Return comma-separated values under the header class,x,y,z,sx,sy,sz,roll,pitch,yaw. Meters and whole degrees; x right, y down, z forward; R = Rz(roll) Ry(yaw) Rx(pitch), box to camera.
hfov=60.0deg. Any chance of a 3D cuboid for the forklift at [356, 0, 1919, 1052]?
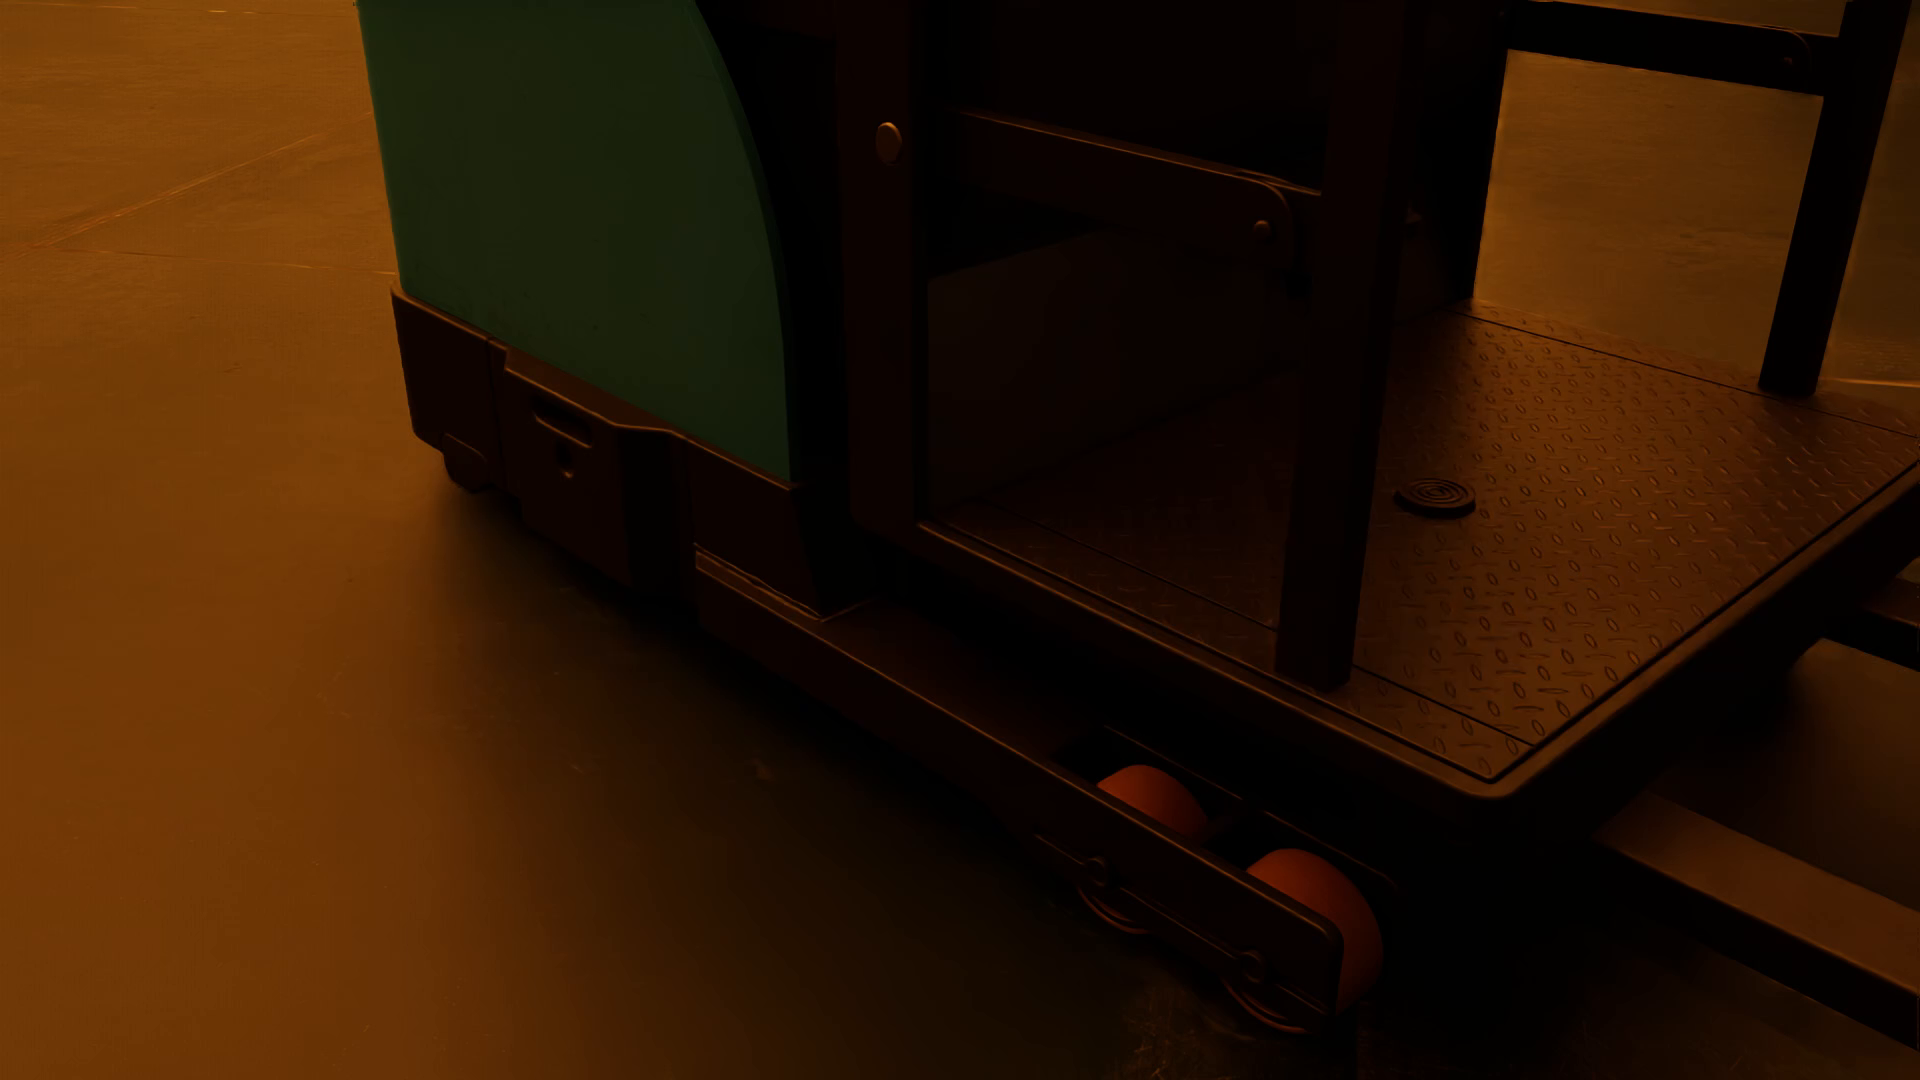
class,x,y,z,sx,sy,sz,roll,pitch,yaw
forklift,0.485,-1.106,1.438,1.130,2.935,3.031,-23,35,-38
